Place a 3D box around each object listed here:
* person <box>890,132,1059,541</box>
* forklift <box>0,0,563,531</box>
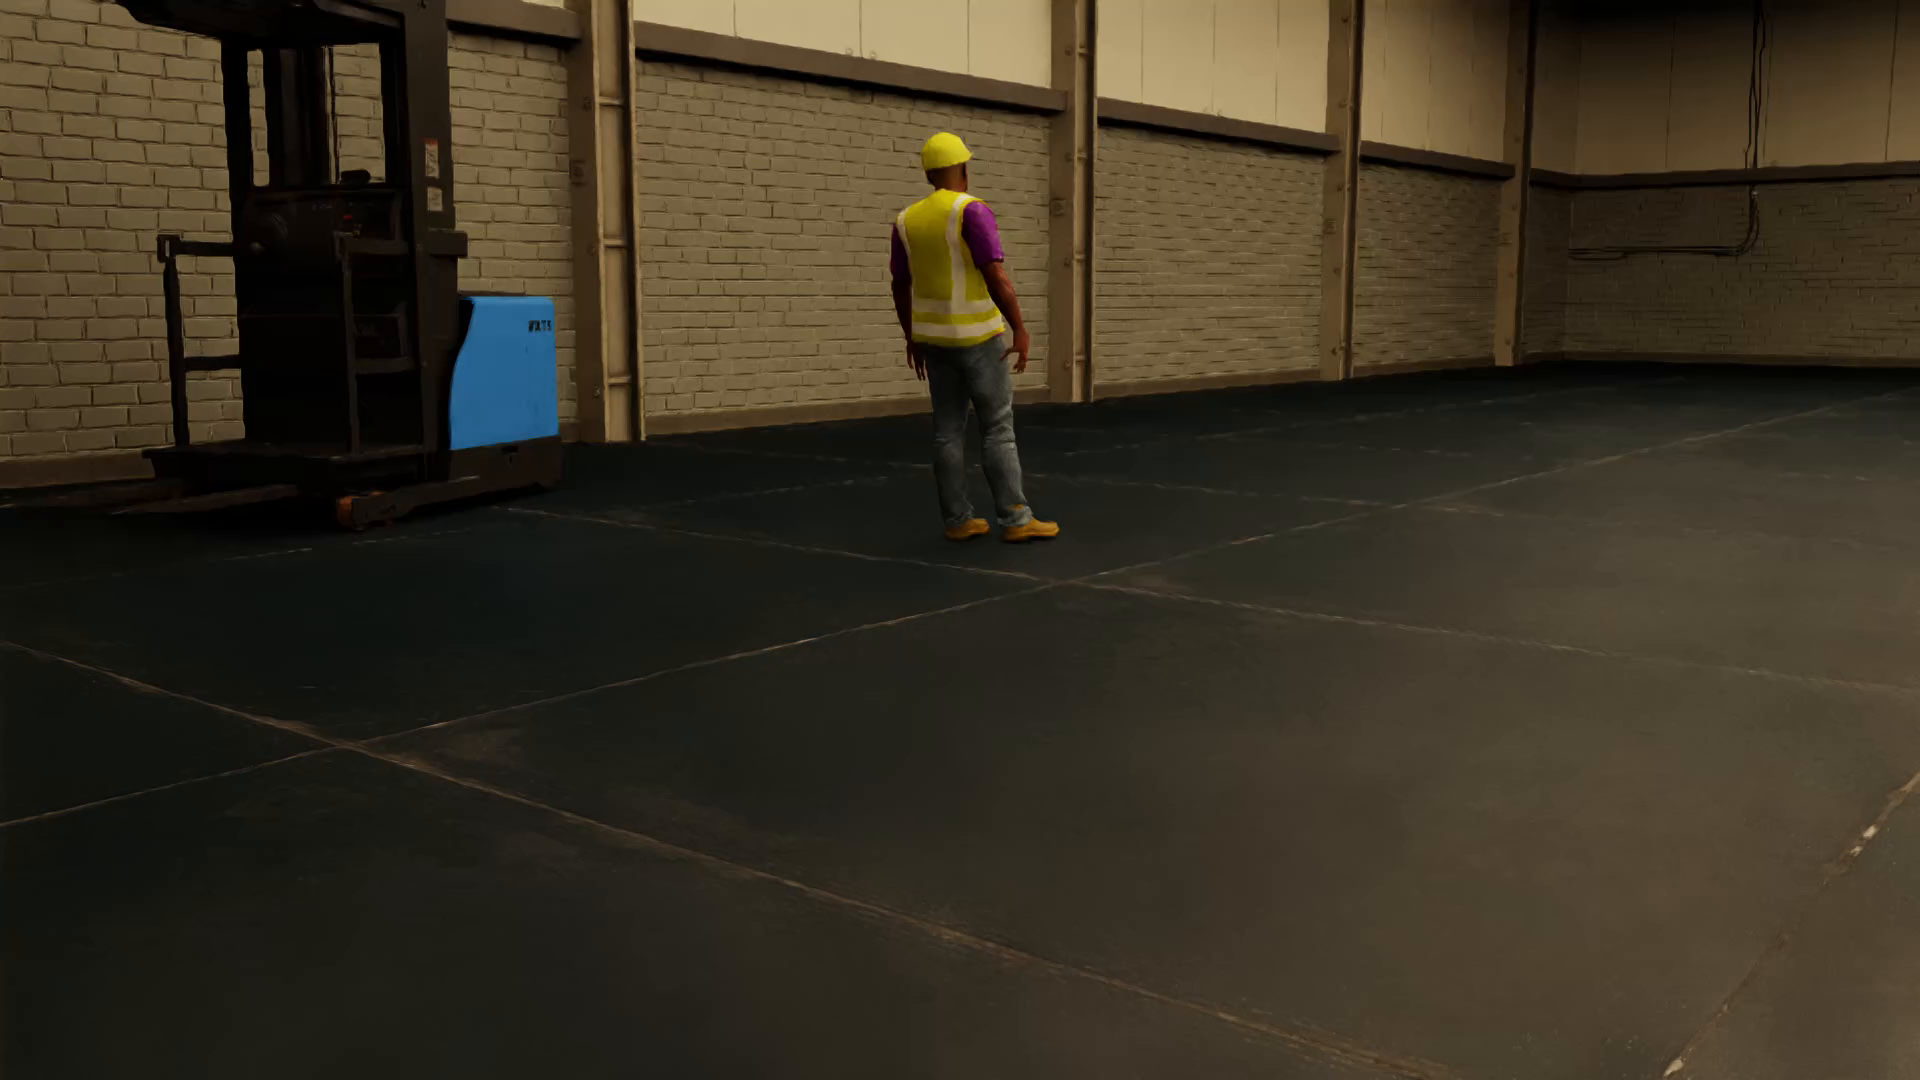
[{"bbox_3d":[0.048,-0.888,7.326,0.665,1.766,0.576,7,11,38],"label":"person"},{"bbox_3d":[-3.179,-1.555,7.910,1.130,2.935,3.031,3,9,19],"label":"forklift"}]
